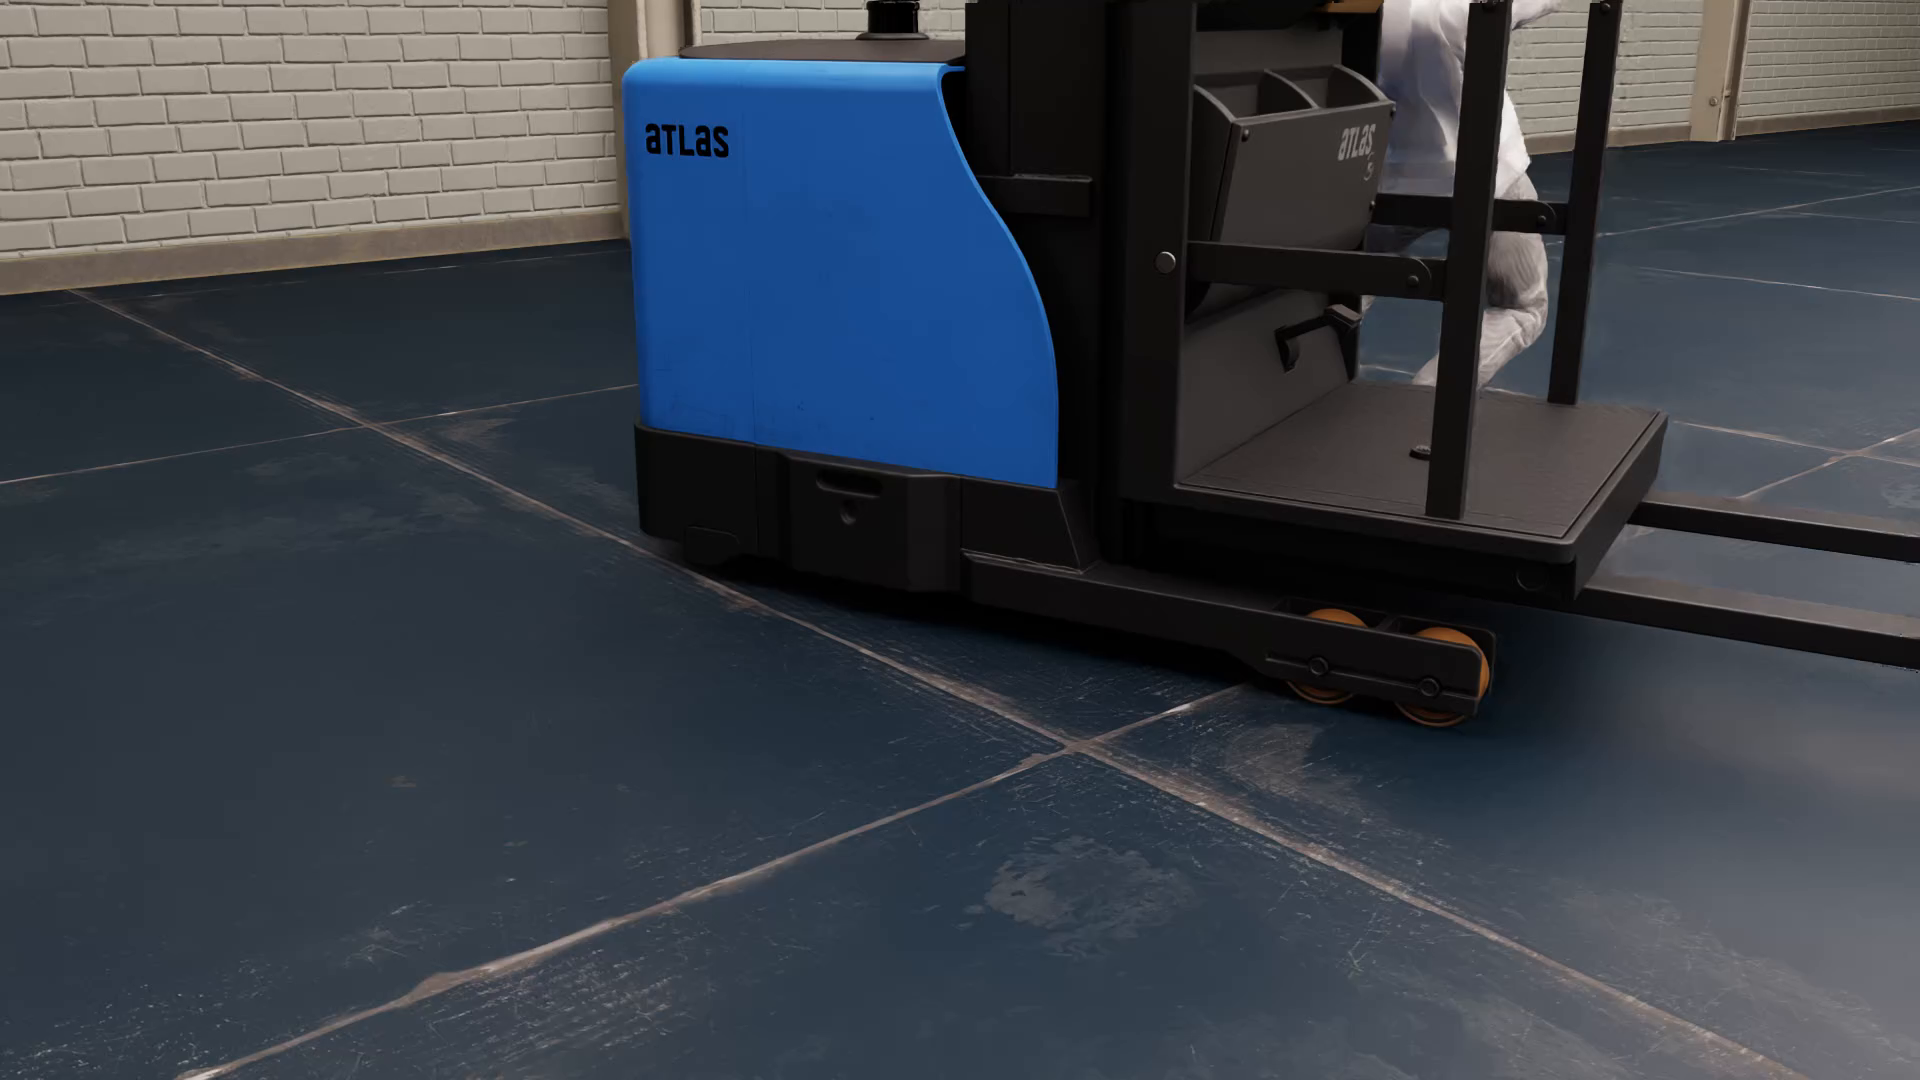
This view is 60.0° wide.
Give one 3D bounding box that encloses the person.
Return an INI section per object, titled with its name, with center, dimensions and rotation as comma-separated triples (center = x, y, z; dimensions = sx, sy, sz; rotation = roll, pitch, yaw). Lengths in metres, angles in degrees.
[person]
center = 1.247, -1.047, 4.436
dimensions = 1.039, 1.651, 0.742
rotation = 16, 23, 41

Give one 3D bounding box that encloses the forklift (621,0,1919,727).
[forklift]
center = 0.823, -1.262, 2.972
dimensions = 3.031, 2.935, 1.130
rotation = 10, 20, 28
